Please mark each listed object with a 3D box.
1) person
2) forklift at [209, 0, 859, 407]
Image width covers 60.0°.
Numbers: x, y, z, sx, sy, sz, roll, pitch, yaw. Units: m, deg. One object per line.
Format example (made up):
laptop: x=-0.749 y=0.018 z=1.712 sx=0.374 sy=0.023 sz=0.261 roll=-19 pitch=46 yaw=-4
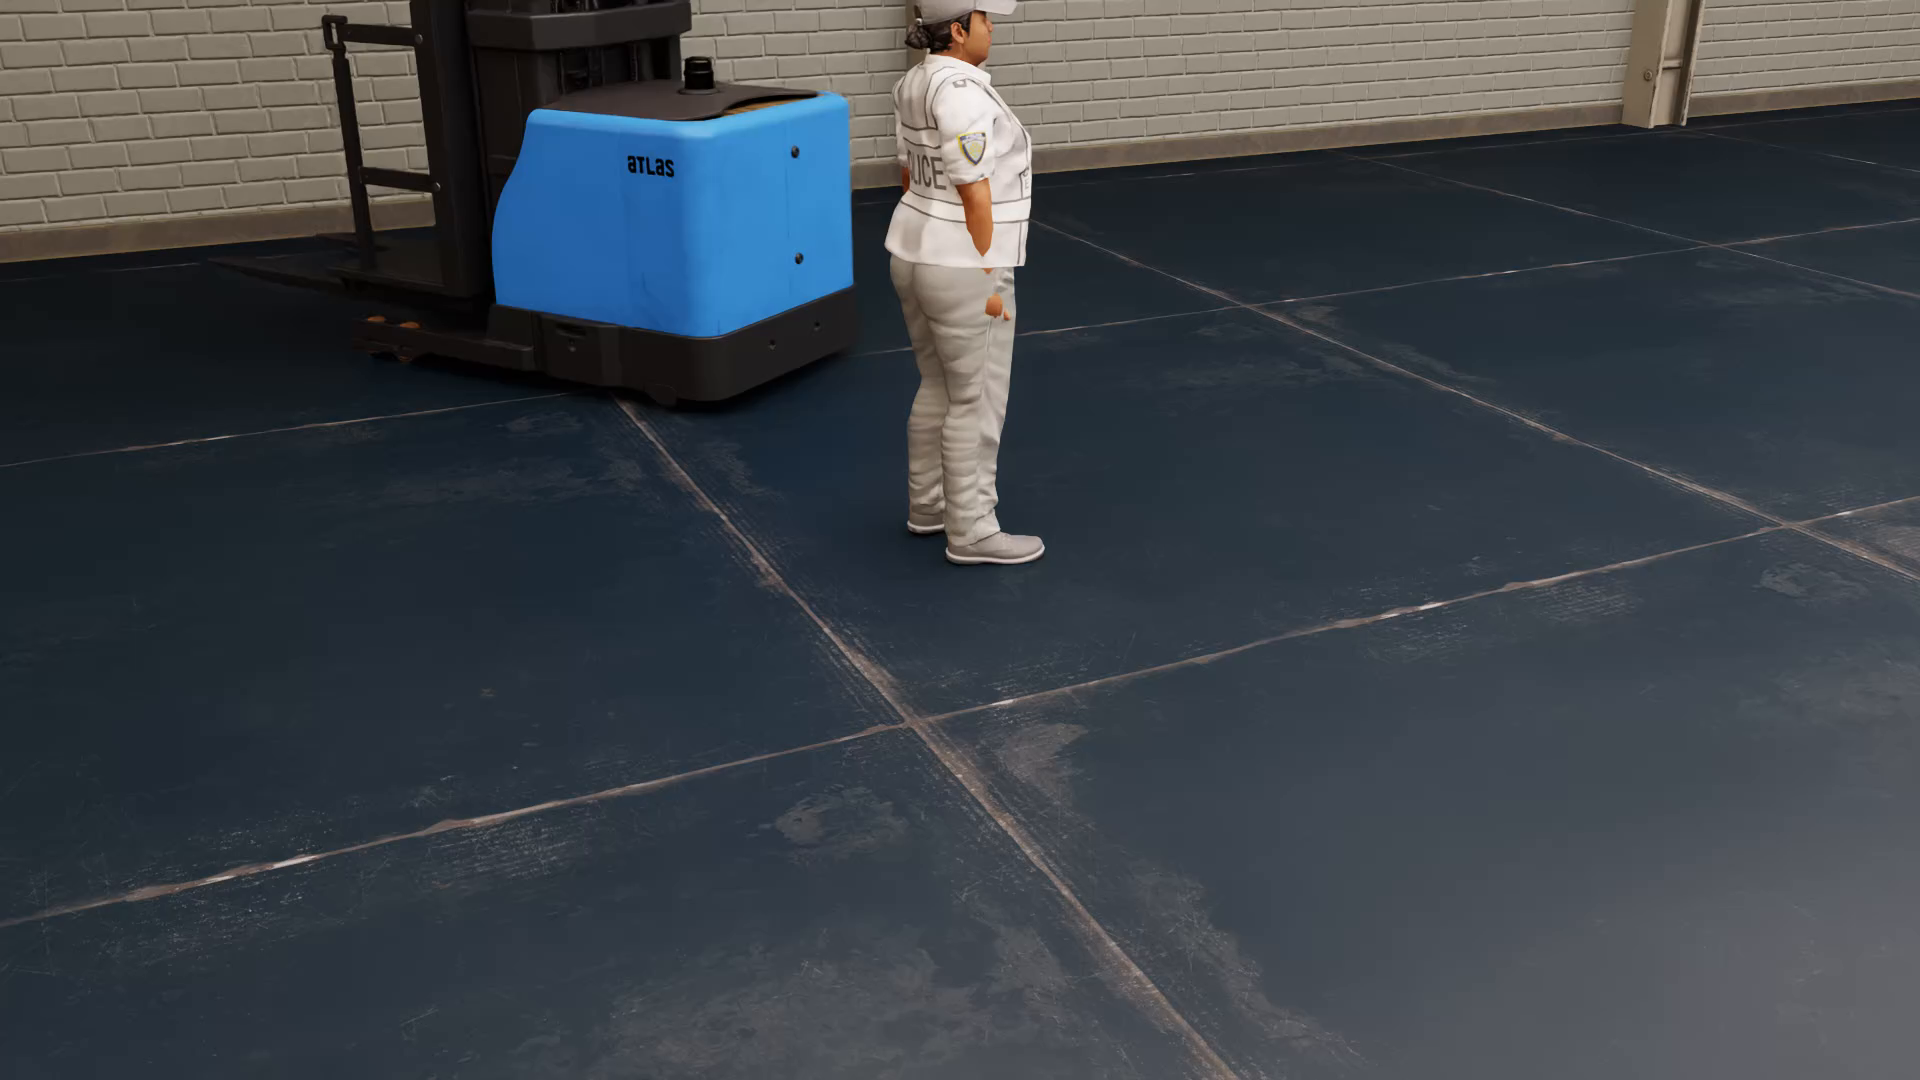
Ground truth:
person: x=0.006 y=-0.764 z=4.786 sx=0.394 sy=1.668 sz=0.483 roll=-10 pitch=25 yaw=-23
forklift: x=-1.956 y=-2.248 z=6.697 sx=3.031 sy=2.935 sz=1.130 roll=12 pitch=26 yaw=27
